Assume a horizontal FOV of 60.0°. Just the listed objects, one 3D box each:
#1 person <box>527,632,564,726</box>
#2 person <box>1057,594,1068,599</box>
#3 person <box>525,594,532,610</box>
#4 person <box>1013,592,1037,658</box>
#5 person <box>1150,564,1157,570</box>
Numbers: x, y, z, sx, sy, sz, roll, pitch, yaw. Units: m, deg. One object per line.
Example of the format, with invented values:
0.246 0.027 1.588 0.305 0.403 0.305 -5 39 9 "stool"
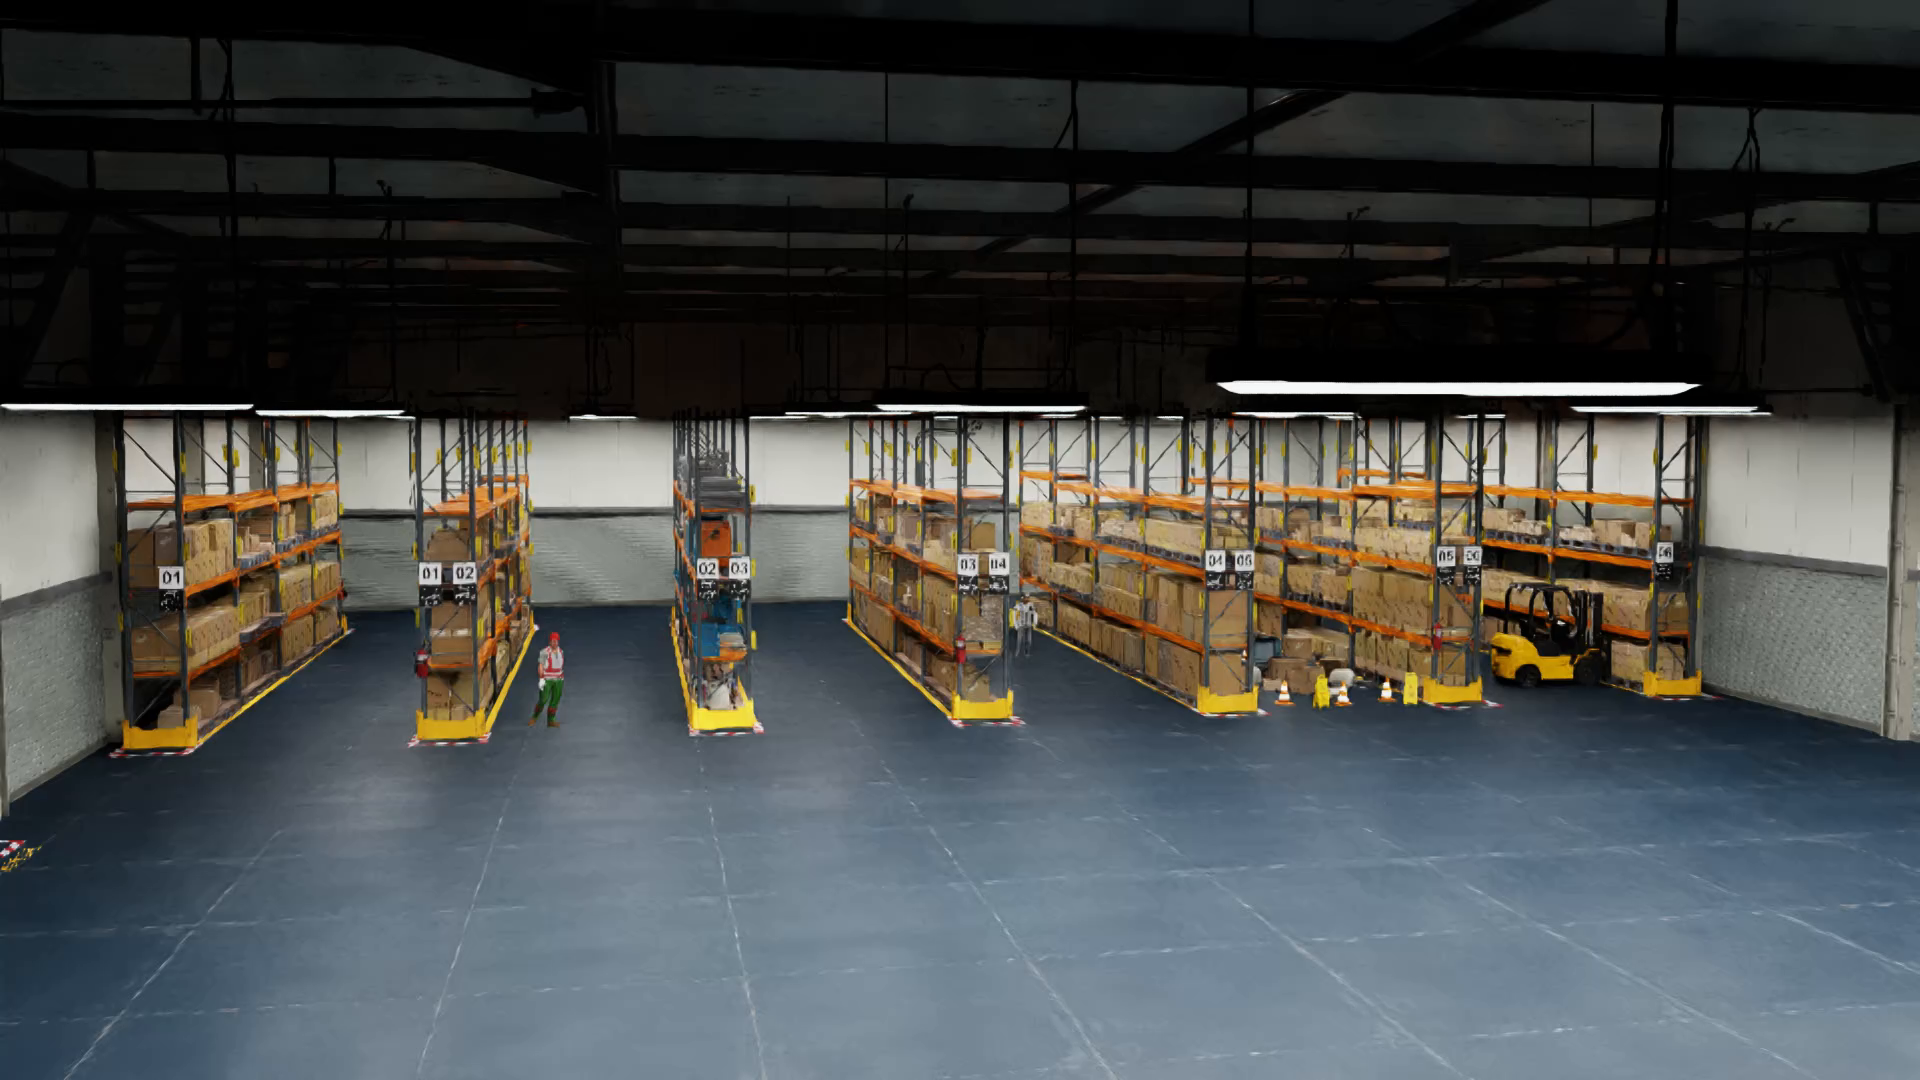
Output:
-7.743 2.612 31.180 0.531 1.778 0.721 3 5 41 "person"
3.307 1.094 53.053 0.618 1.724 0.937 1 4 17 "person"
-13.204 1.363 49.953 0.626 1.610 0.809 -2 5 -29 "person"
1.562 2.050 40.302 0.639 1.631 0.494 -1 4 -13 "person"
5.423 1.537 46.506 0.479 1.732 0.620 -3 5 -34 "person"
